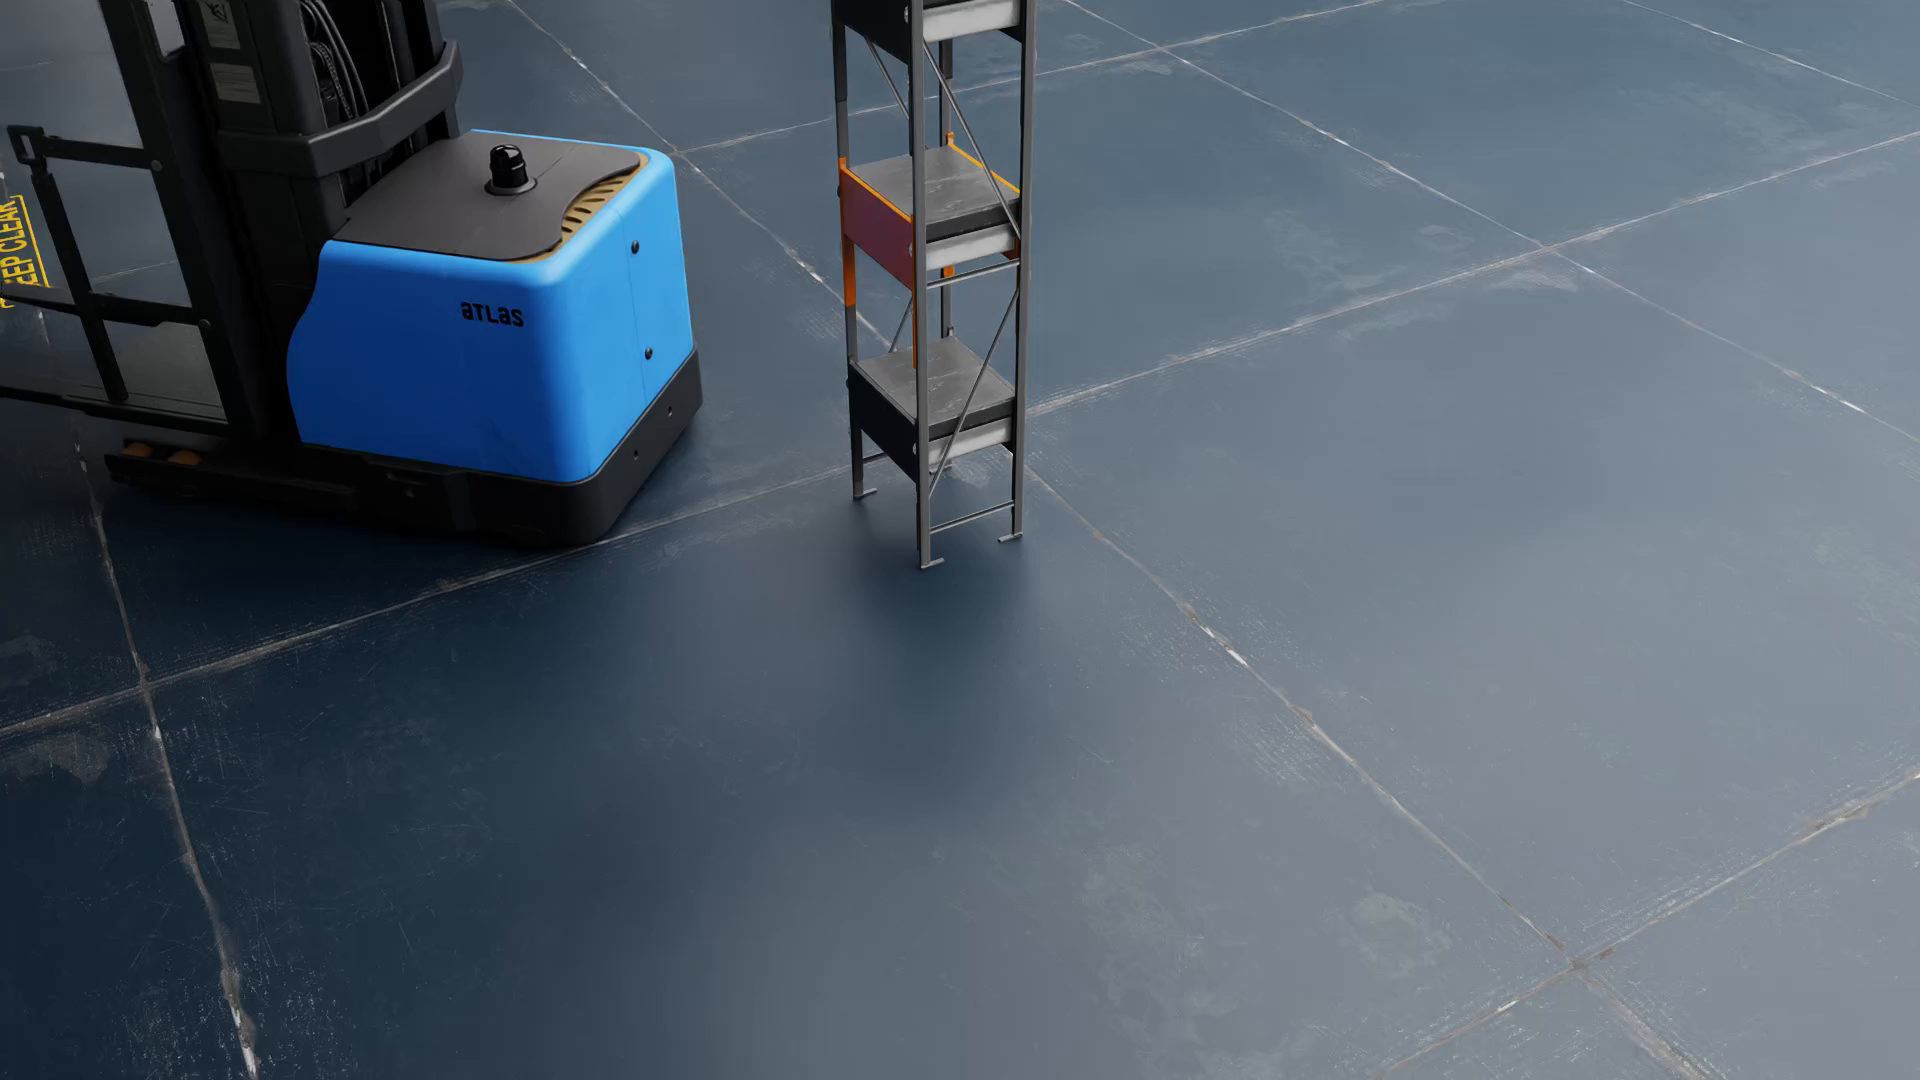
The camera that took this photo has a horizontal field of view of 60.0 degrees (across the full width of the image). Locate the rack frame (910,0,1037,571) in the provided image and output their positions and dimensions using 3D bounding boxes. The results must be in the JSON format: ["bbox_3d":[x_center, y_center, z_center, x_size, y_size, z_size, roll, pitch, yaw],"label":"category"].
[{"bbox_3d":[0.039,-0.808,5.076,0.400,2.100,0.015,-19,40,-24],"label":"rack frame"}]

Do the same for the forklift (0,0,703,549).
[{"bbox_3d":[-2.556,-1.627,5.492,3.031,2.935,1.130,9,37,12],"label":"forklift"}]

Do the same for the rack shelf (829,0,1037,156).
[{"bbox_3d":[-0.083,-1.487,4.841,0.431,0.518,0.480,-19,40,-24],"label":"rack shelf"}]

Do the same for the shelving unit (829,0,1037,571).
[{"bbox_3d":[-0.083,-0.932,5.246,0.431,2.100,0.503,-19,40,-24],"label":"shelving unit"}]

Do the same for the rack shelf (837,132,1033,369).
[{"bbox_3d":[-0.083,-0.921,5.254,0.431,0.518,0.480,-19,40,-24],"label":"rack shelf"}]

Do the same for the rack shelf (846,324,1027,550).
[{"bbox_3d":[-0.083,-0.356,5.667,0.431,0.518,0.480,-19,40,-24],"label":"rack shelf"}]

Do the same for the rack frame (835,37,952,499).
[{"bbox_3d":[-0.206,-1.057,5.417,0.400,2.100,0.015,-19,40,-24],"label":"rack frame"}]
